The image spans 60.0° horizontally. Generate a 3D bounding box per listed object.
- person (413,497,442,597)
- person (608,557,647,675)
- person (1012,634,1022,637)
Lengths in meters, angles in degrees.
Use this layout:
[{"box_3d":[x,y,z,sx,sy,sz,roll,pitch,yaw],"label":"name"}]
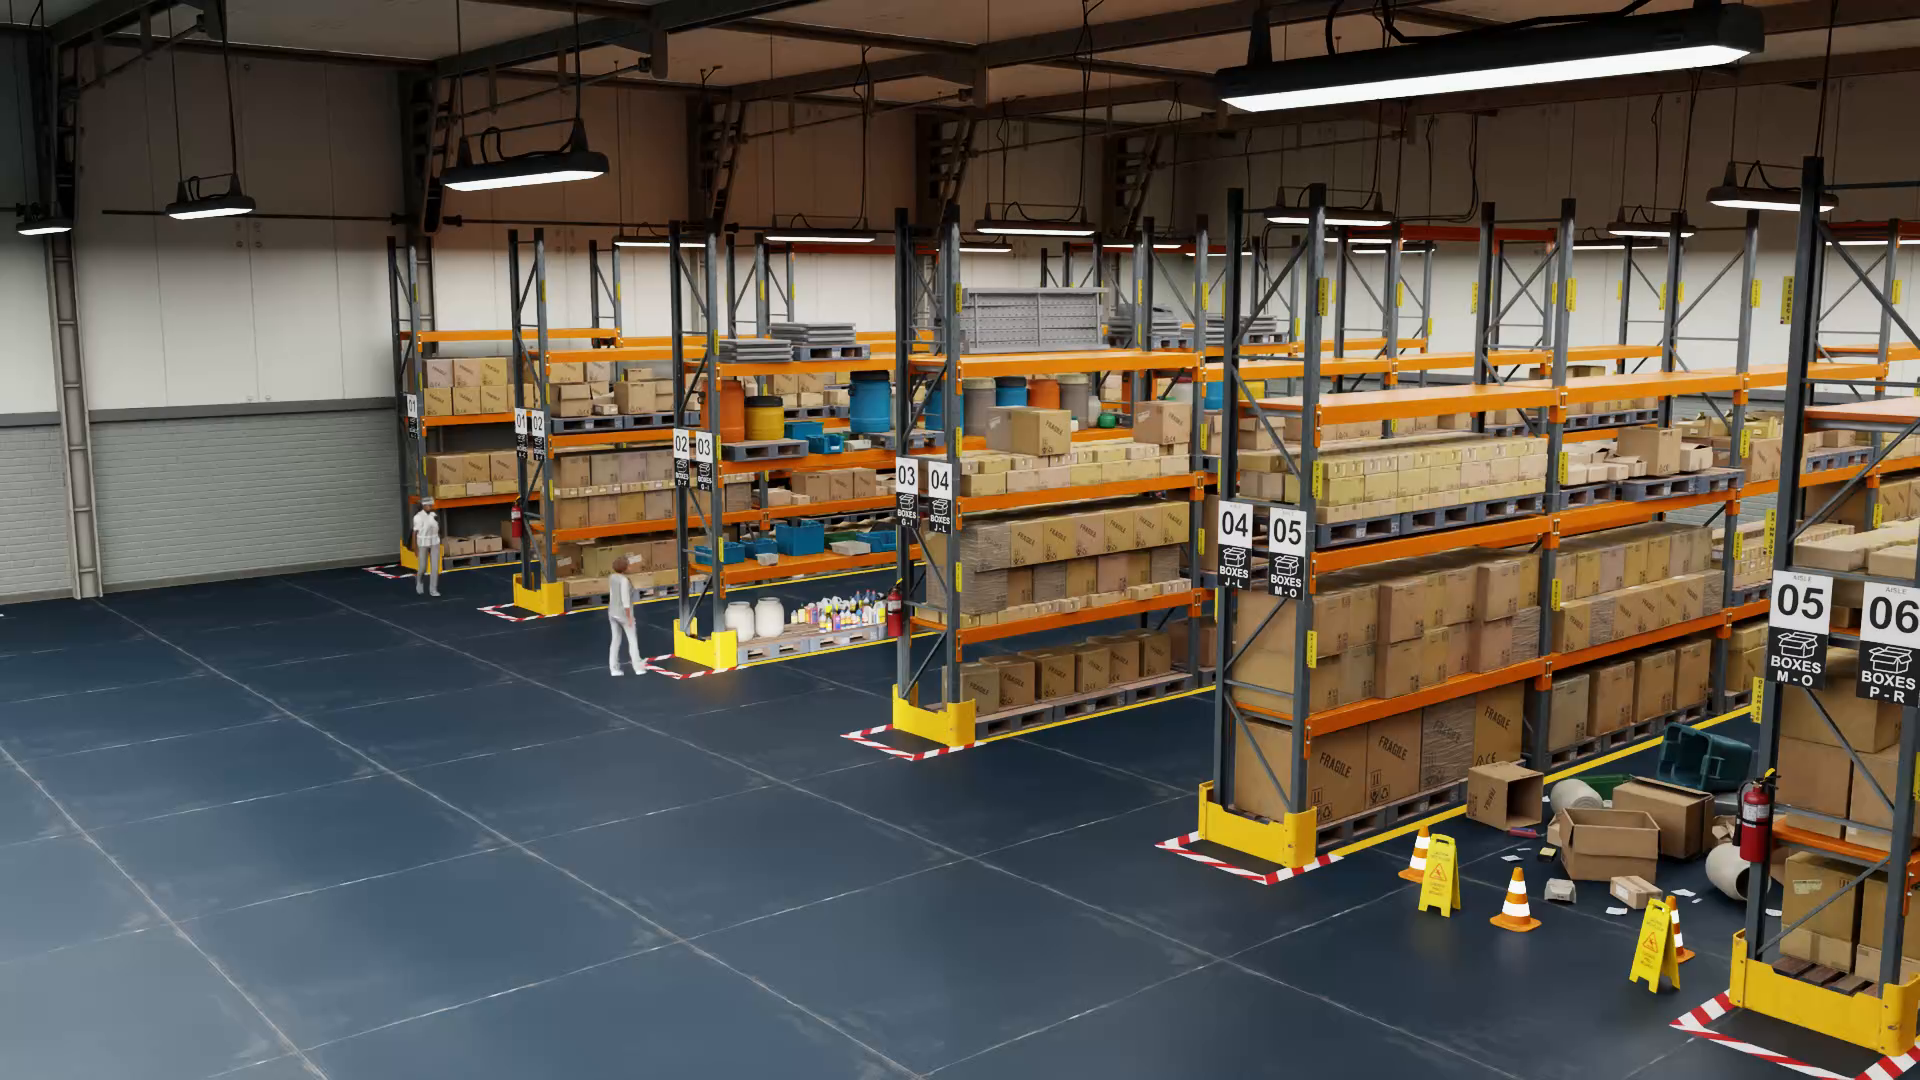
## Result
[{"box_3d":[-8.821,0.101,27.519,0.462,1.663,0.485,-6,11,-35],"label":"person"},{"box_3d":[-4.426,1.006,22.022,0.440,1.608,0.503,7,11,38],"label":"person"},{"box_3d":[0.667,0.522,24.505,0.541,1.801,0.593,-1,9,-8],"label":"person"}]
